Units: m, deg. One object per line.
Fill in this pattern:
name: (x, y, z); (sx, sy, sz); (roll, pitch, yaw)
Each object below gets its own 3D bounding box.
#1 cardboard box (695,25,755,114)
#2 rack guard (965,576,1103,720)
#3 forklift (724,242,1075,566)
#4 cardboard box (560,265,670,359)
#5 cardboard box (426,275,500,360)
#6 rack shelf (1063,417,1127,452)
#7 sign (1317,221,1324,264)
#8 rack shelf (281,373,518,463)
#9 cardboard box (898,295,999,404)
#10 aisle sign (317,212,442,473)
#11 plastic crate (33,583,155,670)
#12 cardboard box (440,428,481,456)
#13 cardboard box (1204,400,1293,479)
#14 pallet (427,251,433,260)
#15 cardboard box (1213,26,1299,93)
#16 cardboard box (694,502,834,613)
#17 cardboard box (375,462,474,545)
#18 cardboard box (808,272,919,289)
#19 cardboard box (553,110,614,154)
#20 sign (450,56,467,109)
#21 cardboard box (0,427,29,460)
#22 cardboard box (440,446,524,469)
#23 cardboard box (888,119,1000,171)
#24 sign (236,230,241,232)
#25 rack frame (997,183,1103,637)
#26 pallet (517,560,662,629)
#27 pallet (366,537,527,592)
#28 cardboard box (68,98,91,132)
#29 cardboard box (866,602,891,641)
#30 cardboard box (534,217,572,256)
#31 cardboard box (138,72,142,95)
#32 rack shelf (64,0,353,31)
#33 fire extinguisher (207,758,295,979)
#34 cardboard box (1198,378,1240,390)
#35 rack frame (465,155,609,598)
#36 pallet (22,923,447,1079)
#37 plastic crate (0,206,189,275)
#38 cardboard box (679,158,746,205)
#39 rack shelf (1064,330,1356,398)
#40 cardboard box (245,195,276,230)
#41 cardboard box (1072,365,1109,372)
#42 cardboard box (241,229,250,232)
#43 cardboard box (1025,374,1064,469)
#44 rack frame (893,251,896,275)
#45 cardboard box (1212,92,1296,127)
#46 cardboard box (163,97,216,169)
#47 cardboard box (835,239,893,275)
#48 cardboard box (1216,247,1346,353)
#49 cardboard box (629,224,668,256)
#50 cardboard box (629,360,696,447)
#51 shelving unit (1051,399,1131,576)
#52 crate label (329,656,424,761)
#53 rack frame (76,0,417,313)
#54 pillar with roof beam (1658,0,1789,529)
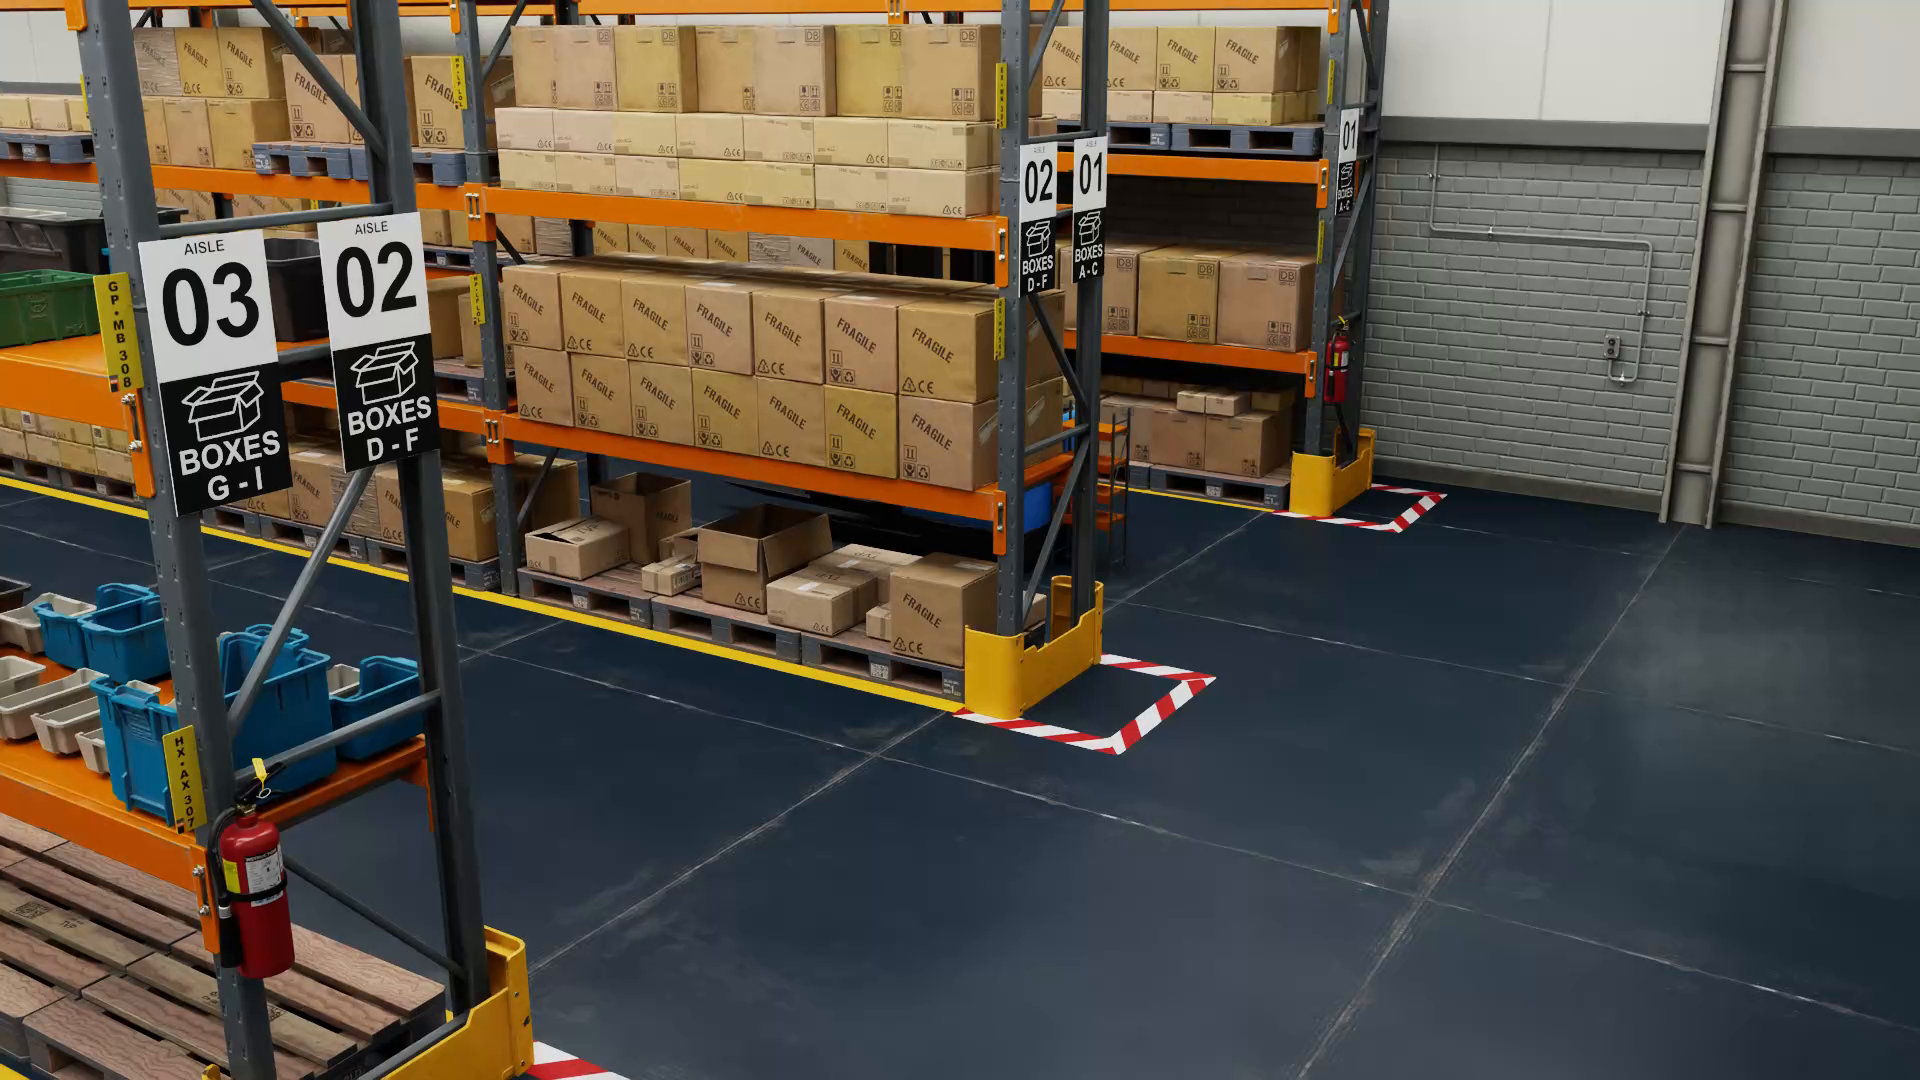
cardboard box: (-1.167, -2.840, 10.016); (0.500, 0.500, 0.700); (10, 20, 30)
rack guard: (0.456, 0.626, 9.961); (0.348, 0.500, 1.175); (10, 20, 30)
forklift: (-0.518, -1.507, 12.798); (3.031, 2.935, 1.130); (11, 20, 33)
cardboard box: (-2.194, -1.474, 10.679); (0.500, 0.500, 0.500); (9, 19, 28)
cardboard box: (-3.794, -1.632, 12.199); (0.500, 0.500, 0.700); (14, 22, 39)
rack shelf: (0.945, -0.759, 11.965); (0.480, 0.148, 0.258); (11, 20, 33)
sign: (2.814, -2.321, 12.962); (0.005, 0.325, 0.100); (10, 20, 30)
rack shelf: (-4.592, -1.127, 12.668); (4.000, 0.370, 1.077); (10, 20, 30)
cardboard box: (-0.003, -1.084, 9.398); (0.500, 0.500, 0.500); (10, 20, 30)
aisle sign: (-1.858, -0.639, 5.351); (0.004, 0.787, 0.394); (10, 20, 30)
plastic crate: (-3.491, 0.354, 6.740); (0.300, 0.233, 0.416); (10, 20, 30)
cardboard box: (-4.025, -0.826, 12.694); (0.500, 0.250, 0.500); (10, 20, 30)
cardboard box: (2.461, -0.873, 14.171); (0.500, 0.500, 0.700); (10, 20, 30)
pallet: (-6.541, -3.367, 19.135); (1.213, 0.211, 1.003); (10, 20, 30)
cardboard box: (2.343, -3.801, 13.145); (0.500, 0.500, 0.500); (10, 20, 30)
cardboard box: (-1.284, 0.101, 10.924); (0.637, 0.503, 0.797); (10, 20, 30)
cardboard box: (-3.875, -0.263, 12.129); (0.500, 0.500, 0.500); (10, 20, 30)
cardboard box: (-0.593, -1.373, 10.347); (0.500, 0.500, 0.500); (10, 20, 31)
cardboard box: (-2.177, -2.559, 10.380); (0.500, 0.250, 0.500); (10, 20, 30)
sign: (-3.175, -2.900, 10.539); (0.005, 0.325, 0.100); (10, 20, 30)
cardboard box: (-8.180, -0.913, 14.733); (0.500, 0.250, 0.500); (11, 20, 31)
cardboard box: (-3.633, -0.394, 12.560); (0.500, 0.500, 0.500); (10, 20, 31)
cardboard box: (-0.051, -2.176, 9.122); (0.500, 0.250, 0.500); (10, 20, 30)
sign: (-6.021, -2.427, 13.856); (0.005, 0.325, 0.100); (10, 20, 30)
rack frame: (0.520, -0.559, 9.559); (0.127, 3.000, 1.000); (10, 20, 30)
pallet: (-2.303, 0.272, 11.623); (1.213, 0.211, 1.003); (10, 20, 30)
pallet: (-3.601, 0.053, 12.344); (1.213, 0.211, 1.003); (10, 20, 30)
cardboard box: (-6.713, -3.395, 13.271); (0.500, 0.250, 0.500); (9, 19, 26)
cardboard box: (-0.370, 0.481, 10.255); (0.250, 0.166, 0.380); (10, 20, 30)
cardboard box: (-4.113, -3.330, 17.755); (0.500, 0.500, 0.700); (8, 18, 24)
cardboard box: (-9.931, -5.509, 20.489); (0.500, 0.500, 0.500); (12, 20, 34)
rack shelf: (-3.779, -1.971, 5.815); (4.000, 0.370, 1.077); (10, 20, 30)
fire extinguisher: (-2.184, 1.019, 5.142); (0.183, 0.674, 0.296); (10, 20, 30)
cardboard box: (2.240, -1.290, 14.430); (0.250, 0.149, 0.380); (10, 20, 30)
rack frame: (-2.888, -1.167, 11.562); (0.127, 3.000, 1.000); (10, 20, 30)
pallet: (-2.758, 1.867, 6.372); (1.213, 0.211, 1.003); (10, 20, 30)
plastic crate: (-3.233, -1.038, 6.085); (0.767, 0.338, 0.504); (10, 20, 30)
cardboard box: (-1.326, -2.167, 9.950); (0.500, 0.250, 0.500); (10, 20, 30)
rack shelf: (1.405, -1.746, 14.706); (4.000, 0.370, 1.077); (10, 20, 30)
cardboard box: (-8.109, -3.978, 19.749); (0.500, 0.500, 0.500); (10, 20, 30)
cardboard box: (1.155, -1.484, 15.066); (0.250, 0.149, 0.380); (10, 20, 31)
cardboard box: (-8.535, -3.697, 20.113); (0.500, 0.250, 0.500); (10, 20, 30)
cardboard box: (0.280, -0.739, 9.982); (0.500, 0.500, 0.500); (11, 20, 31)
rack frame: (-0.299, -2.394, 15.603); (0.127, 3.000, 1.000); (10, 20, 30)
cardboard box: (2.347, -3.444, 13.261); (0.500, 0.250, 0.500); (11, 20, 32)
cardboard box: (-5.473, -3.123, 12.668); (0.500, 0.500, 0.910); (10, 20, 30)
cardboard box: (-0.824, -2.602, 15.568); (0.500, 0.500, 0.500); (10, 19, 29)
cardboard box: (2.670, -2.005, 13.804); (0.700, 0.700, 0.980); (11, 20, 33)
cardboard box: (-2.986, -2.983, 16.824); (0.500, 0.500, 0.500); (11, 20, 32)
cardboard box: (-1.733, -0.916, 10.564); (0.500, 0.500, 0.500); (10, 20, 30)
shelving unit: (0.945, -0.383, 12.079); (0.503, 1.200, 0.258); (11, 20, 33)
crate label: (-2.113, 0.600, 5.930); (0.303, 0.233, 0.416); (10, 20, 30)
rack frame: (-2.075, -2.203, 4.650); (0.127, 3.000, 1.000); (10, 20, 30)
pillar with roof beam: (3.610, -3.394, 8.571); (0.400, 9.000, 9.100); (10, 20, 30)
